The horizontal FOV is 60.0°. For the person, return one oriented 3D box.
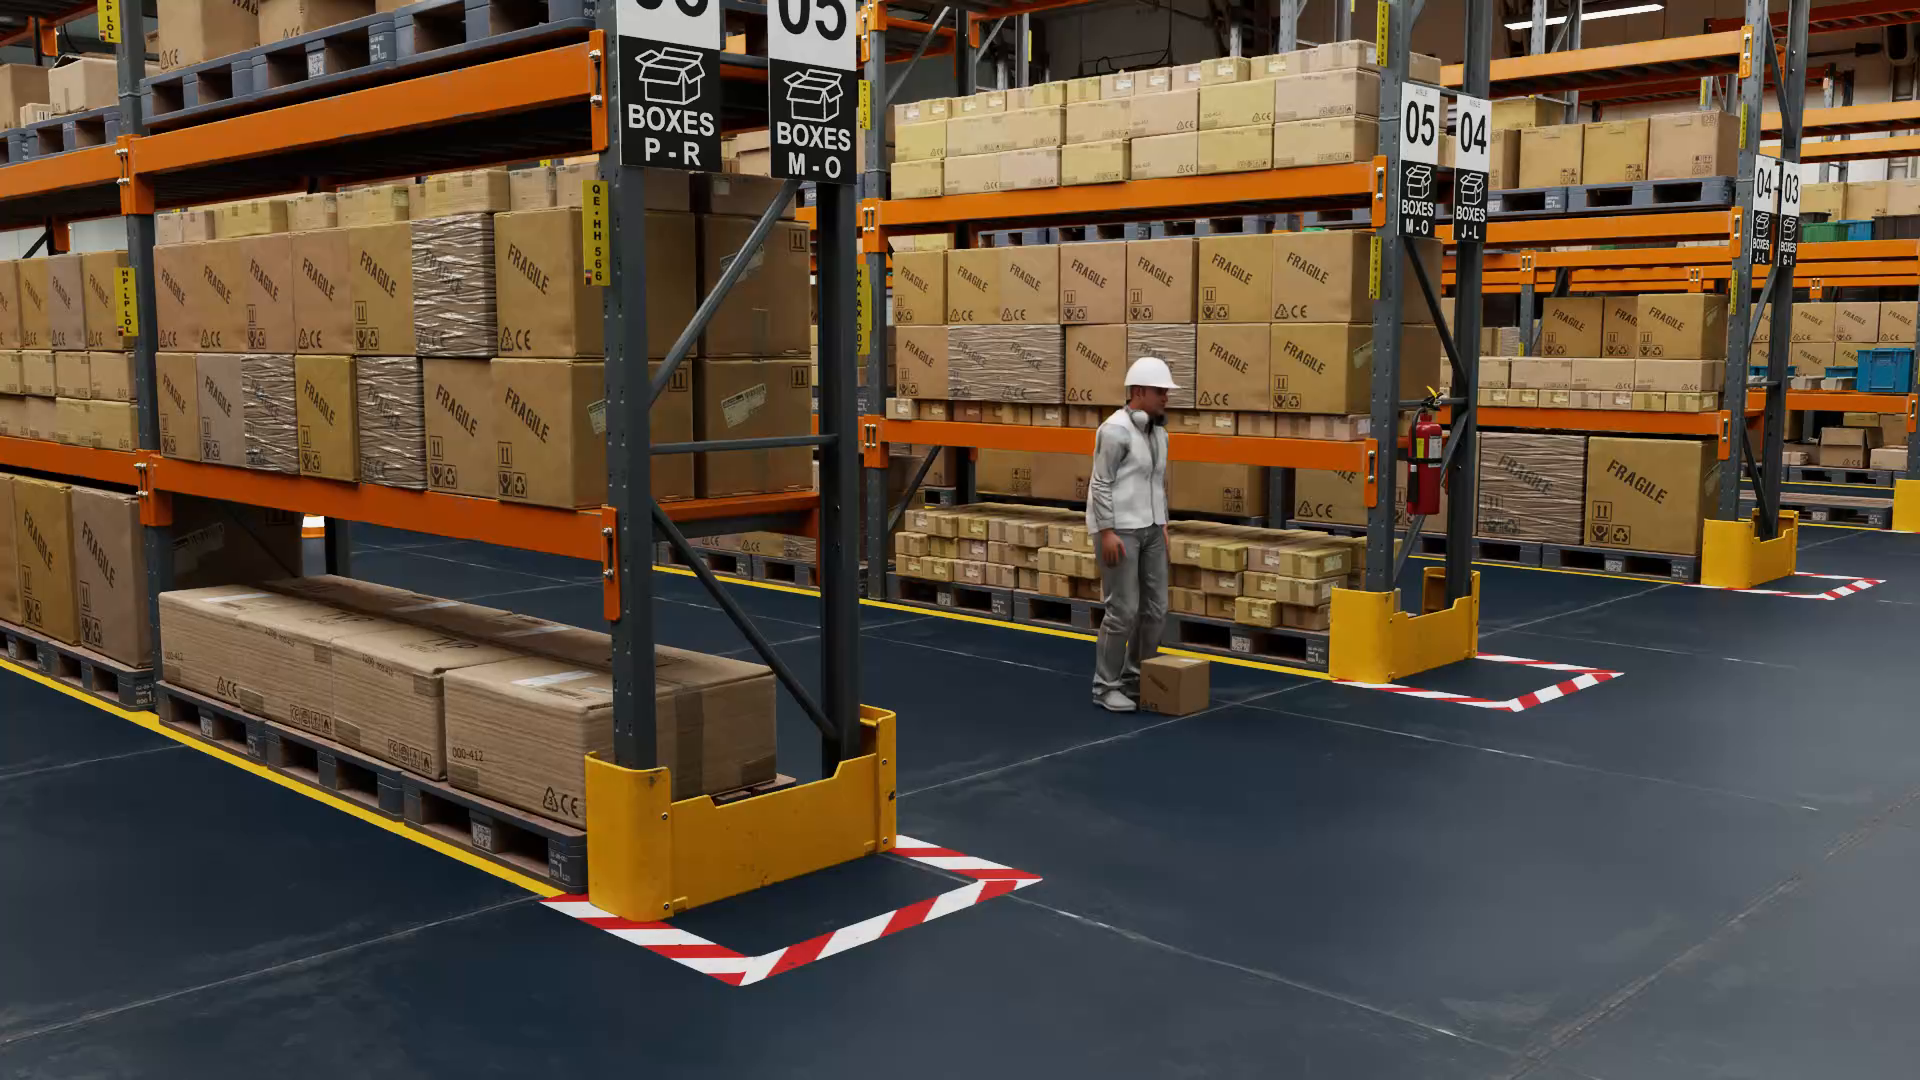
[{"bbox_3d":[0.891,-0.042,8.495,0.466,1.769,0.577,6,9,41],"label":"person"}]
